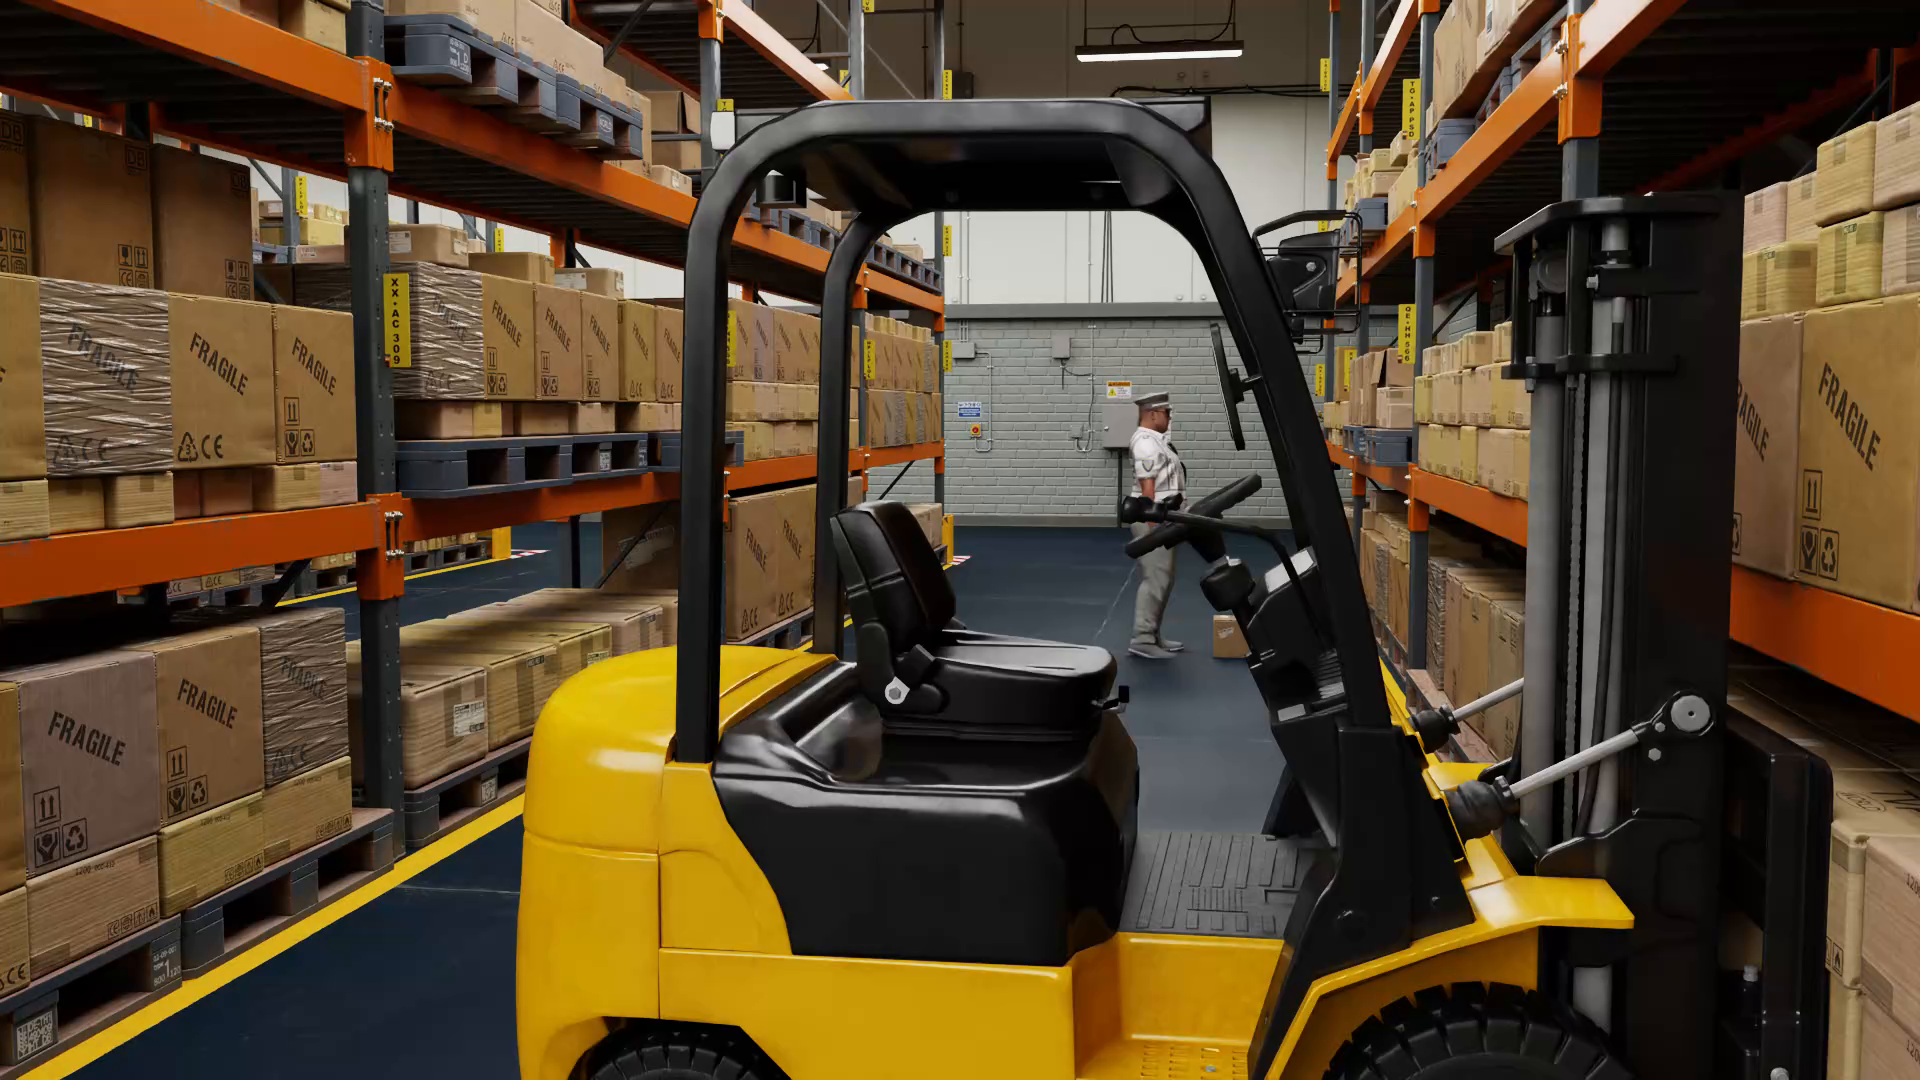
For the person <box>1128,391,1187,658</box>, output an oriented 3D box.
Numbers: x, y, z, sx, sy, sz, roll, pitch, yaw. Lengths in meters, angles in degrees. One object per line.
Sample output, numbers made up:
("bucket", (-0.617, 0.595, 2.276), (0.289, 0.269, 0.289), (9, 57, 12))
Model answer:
("person", (1.313, -0.102, 11.073), (0.392, 1.778, 0.529), (1, 5, 10))
